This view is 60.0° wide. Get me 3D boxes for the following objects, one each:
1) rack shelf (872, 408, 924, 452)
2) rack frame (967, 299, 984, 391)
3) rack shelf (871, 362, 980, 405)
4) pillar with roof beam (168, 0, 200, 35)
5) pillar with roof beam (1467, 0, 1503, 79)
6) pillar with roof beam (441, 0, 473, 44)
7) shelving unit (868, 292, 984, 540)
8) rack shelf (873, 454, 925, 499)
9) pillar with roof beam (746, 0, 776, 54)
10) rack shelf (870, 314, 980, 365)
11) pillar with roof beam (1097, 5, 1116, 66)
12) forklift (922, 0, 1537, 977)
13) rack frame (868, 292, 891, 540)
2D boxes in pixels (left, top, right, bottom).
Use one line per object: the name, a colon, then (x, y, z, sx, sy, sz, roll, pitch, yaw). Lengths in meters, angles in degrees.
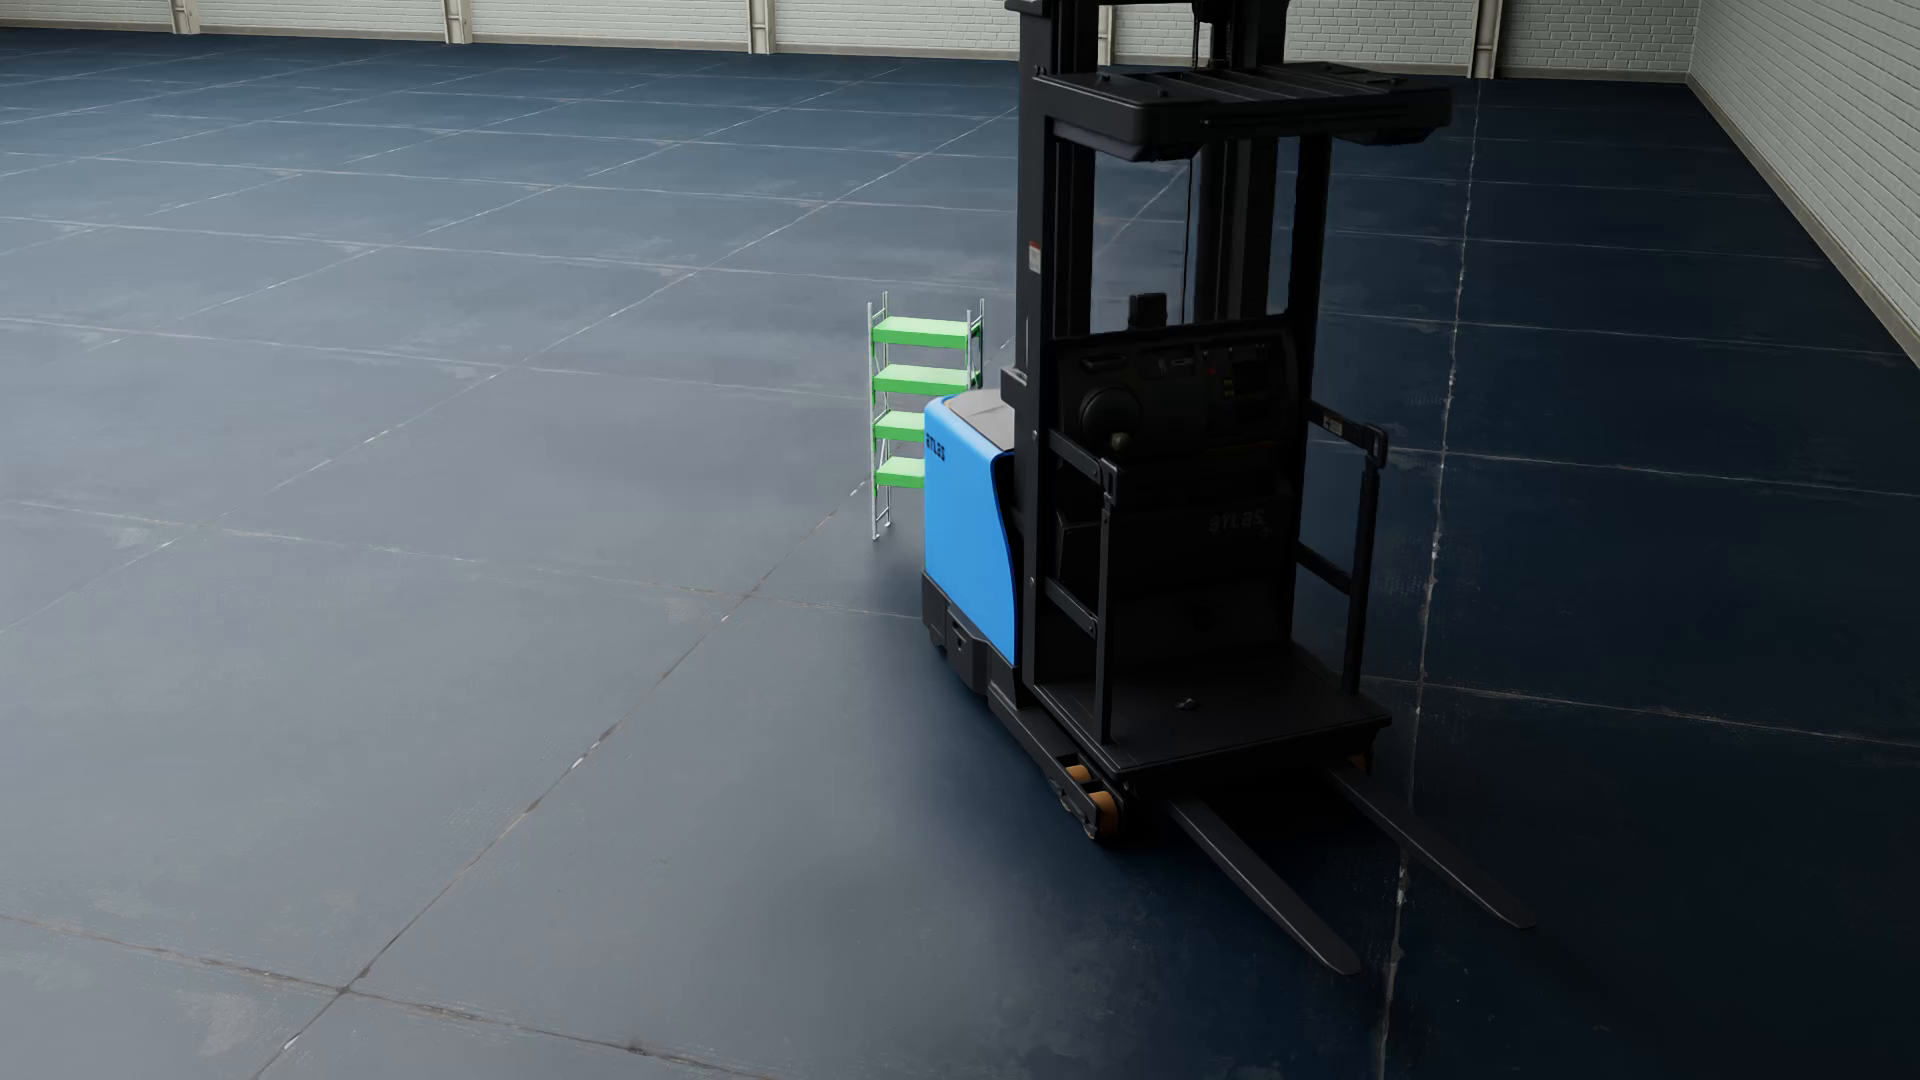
rack shelf: (-0.158, -0.514, 8.111, 0.480, 0.148, 0.258, 7, 23, 16)
rack frame: (0.075, -0.547, 8.021, 0.015, 1.200, 0.240, 7, 23, 16)
rack shelf: (-0.158, -0.736, 8.020, 0.480, 0.148, 0.258, 7, 23, 16)
pillar with roof beam: (-16.170, -12.387, 26.611, 0.400, 9.000, 9.100, 7, 23, 16)
pillar with roof beam: (6.807, -9.756, 20.197, 0.400, 9.000, 9.100, 7, 23, 16)
pillar with roof beam: (-10.425, -11.730, 25.008, 0.400, 9.000, 9.100, 7, 23, 16)
shelving unit: (-0.158, -0.573, 8.087, 0.503, 1.200, 0.258, 7, 23, 16)
rack shelf: (-0.158, -0.292, 8.202, 0.480, 0.148, 0.258, 7, 23, 16)
pillar with roof beam: (-4.681, -11.072, 23.404, 0.400, 9.000, 9.100, 7, 23, 16)
rack shelf: (-0.158, -0.958, 7.929, 0.480, 0.148, 0.258, 7, 23, 16)
pillar with roof beam: (1.063, -10.414, 21.801, 0.400, 9.000, 9.100, 7, 23, 16)
forklift: (0.845, -0.501, 5.630, 1.130, 2.935, 3.031, -8, 24, -20)
rack frame: (-0.392, -0.600, 8.152, 0.015, 1.200, 0.240, 7, 23, 16)
